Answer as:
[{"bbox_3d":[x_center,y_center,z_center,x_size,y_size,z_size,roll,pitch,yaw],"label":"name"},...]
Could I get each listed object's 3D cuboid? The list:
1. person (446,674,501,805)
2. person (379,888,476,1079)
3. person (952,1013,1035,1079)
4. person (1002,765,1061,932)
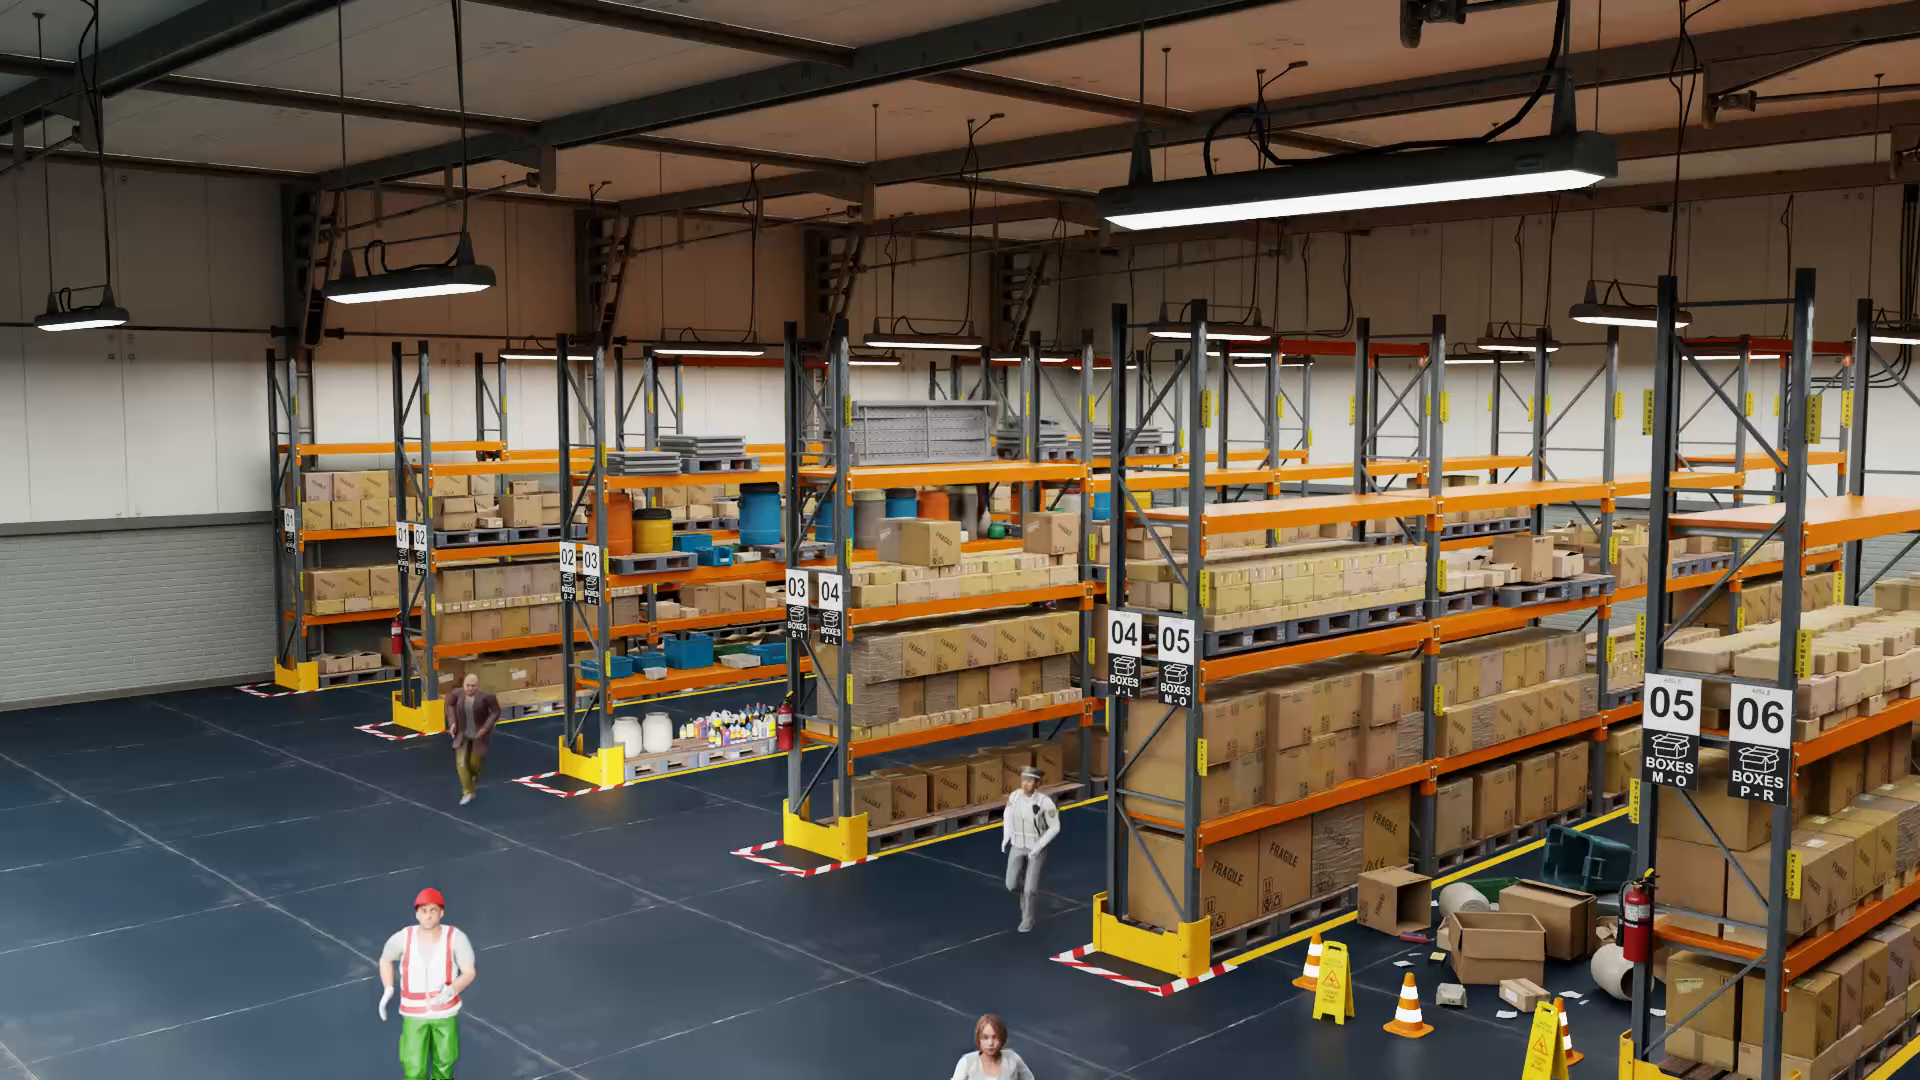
[{"bbox_3d":[-6.237,2.498,21.468,0.699,1.685,1.013,0,5,-4],"label":"person"},{"bbox_3d":[-3.668,3.279,11.476,0.646,1.743,0.650,-2,5,-17],"label":"person"},{"bbox_3d":[0.175,3.509,9.589,0.545,1.580,0.873,0,5,-2],"label":"person"},{"bbox_3d":[0.686,2.963,16.110,0.630,1.646,0.517,2,5,24],"label":"person"}]
